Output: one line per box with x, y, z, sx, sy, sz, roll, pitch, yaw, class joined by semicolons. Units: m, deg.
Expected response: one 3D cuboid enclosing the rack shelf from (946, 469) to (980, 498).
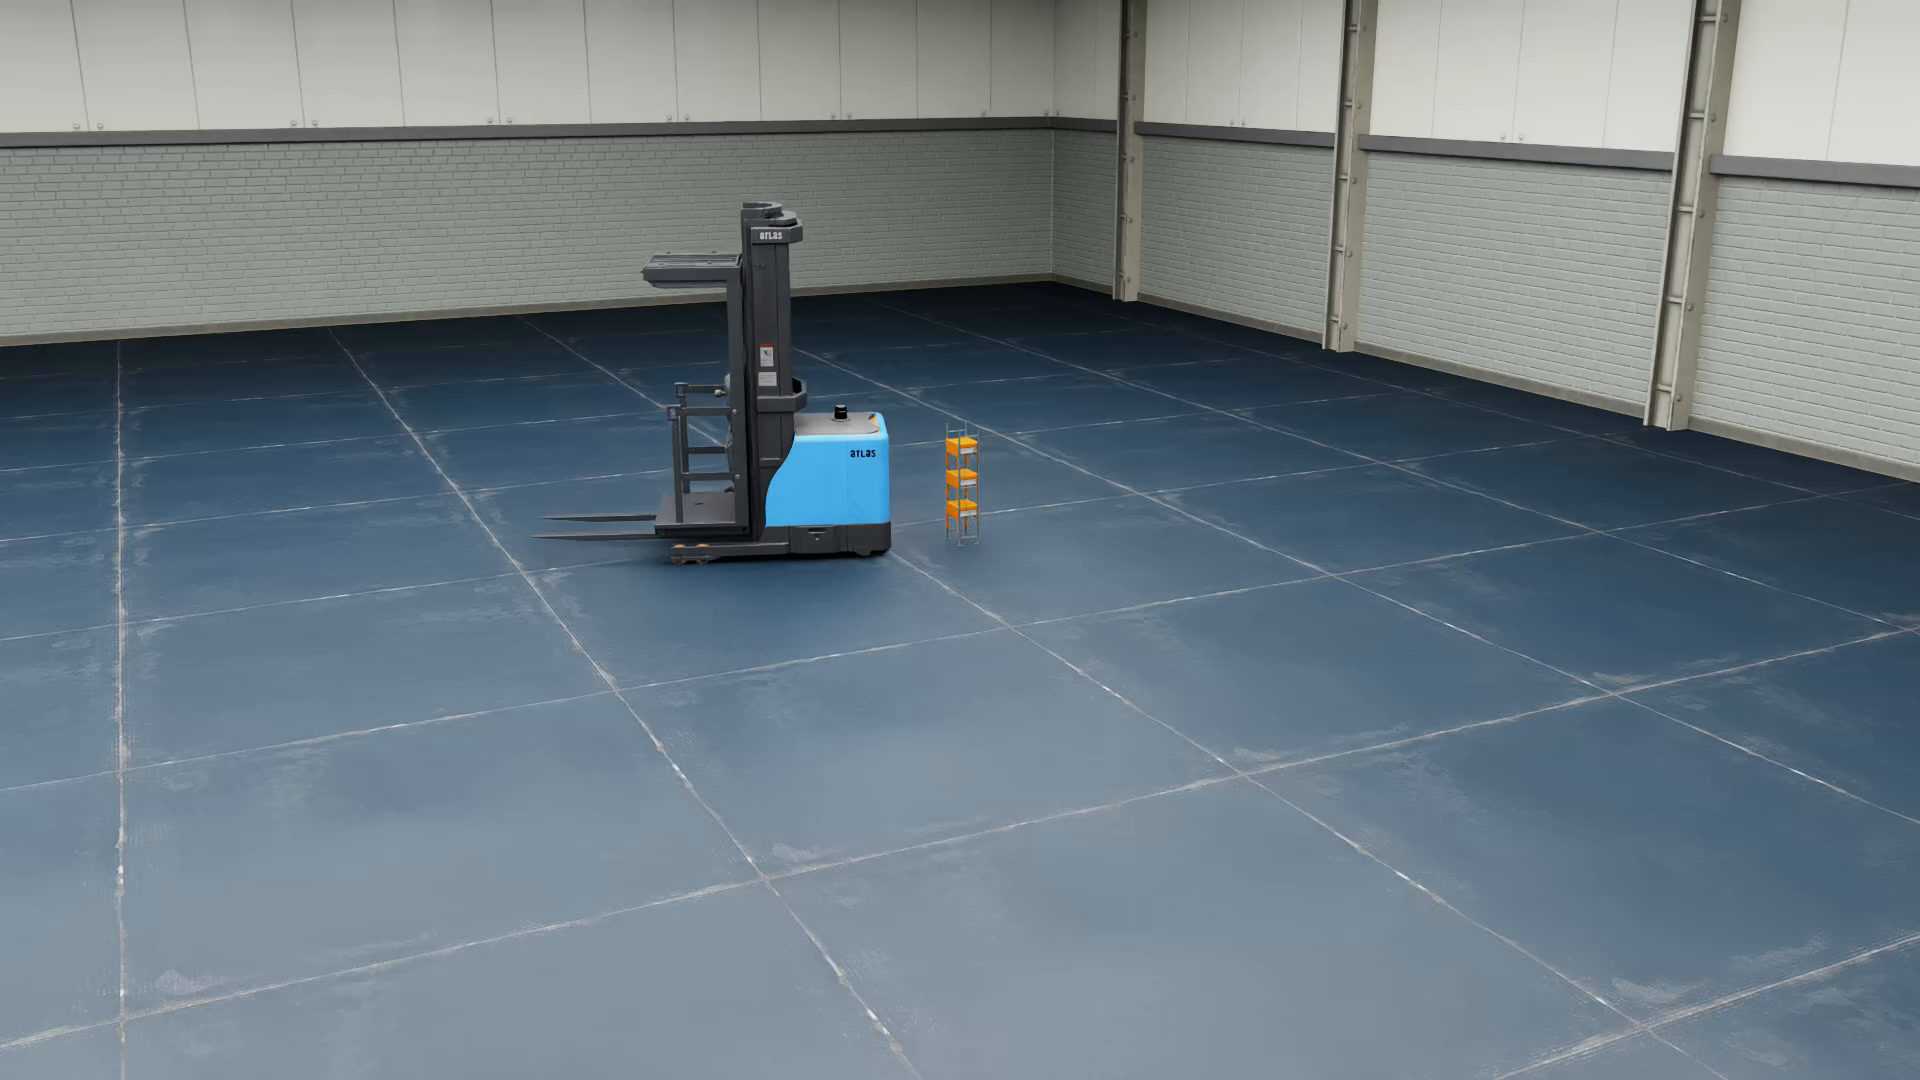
0.023;-0.481;14.563;0.215;0.259;0.240;-8;18;-25;rack shelf

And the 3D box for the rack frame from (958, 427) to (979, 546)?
0.077;-0.461;14.454;0.200;1.050;0.008;-8;18;-25;rack frame

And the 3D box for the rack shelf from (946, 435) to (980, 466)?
0.023;-0.754;14.484;0.215;0.259;0.240;-8;18;-25;rack shelf

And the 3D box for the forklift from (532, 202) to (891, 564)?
-2.139;-1.356;14.161;3.031;2.935;1.130;-2;16;-5;forklift

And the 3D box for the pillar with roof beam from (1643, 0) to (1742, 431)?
4.346;-5.126;16.298;9.100;9.000;0.400;-8;18;-25;pillar with roof beam

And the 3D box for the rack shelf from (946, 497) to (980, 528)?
0.023;-0.214;14.639;0.215;0.259;0.240;-8;18;-25;rack shelf

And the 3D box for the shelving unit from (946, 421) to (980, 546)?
0.023;-0.491;14.560;0.215;1.050;0.252;-8;18;-25;shelving unit

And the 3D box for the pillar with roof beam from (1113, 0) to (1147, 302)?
-0.911;-8.101;26.667;9.100;9.000;0.400;-8;18;-25;pillar with roof beam

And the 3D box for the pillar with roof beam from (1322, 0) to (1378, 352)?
1.718;-6.613;21.483;9.100;9.000;0.400;-8;18;-25;pillar with roof beam

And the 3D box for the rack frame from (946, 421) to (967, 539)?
-0.030;-0.522;14.665;0.200;1.050;0.008;-8;18;-25;rack frame
